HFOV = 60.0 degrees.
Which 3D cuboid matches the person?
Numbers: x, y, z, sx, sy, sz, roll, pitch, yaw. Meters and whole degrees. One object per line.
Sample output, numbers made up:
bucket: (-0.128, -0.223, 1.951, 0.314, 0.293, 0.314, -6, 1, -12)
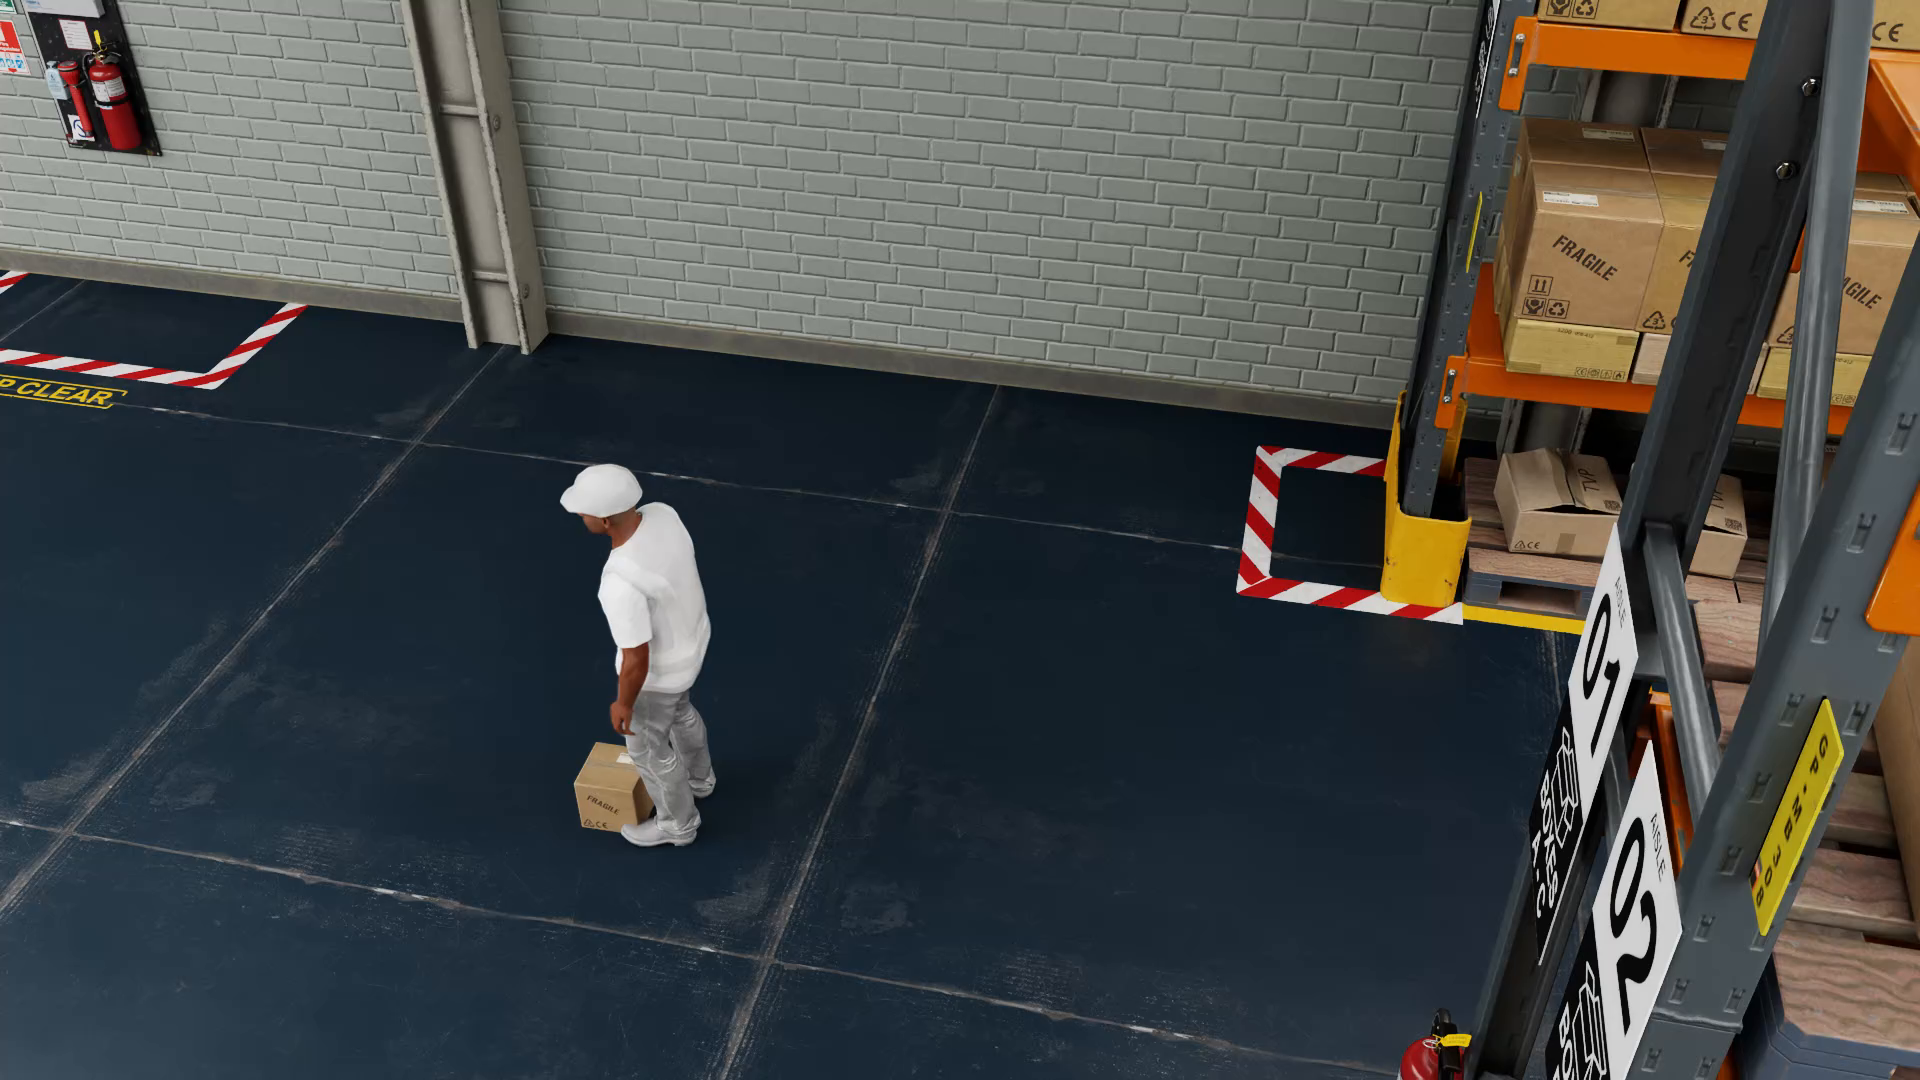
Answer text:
person: (-1.187, 0.444, 6.348, 0.455, 1.760, 0.635, 6, 37, 7)
